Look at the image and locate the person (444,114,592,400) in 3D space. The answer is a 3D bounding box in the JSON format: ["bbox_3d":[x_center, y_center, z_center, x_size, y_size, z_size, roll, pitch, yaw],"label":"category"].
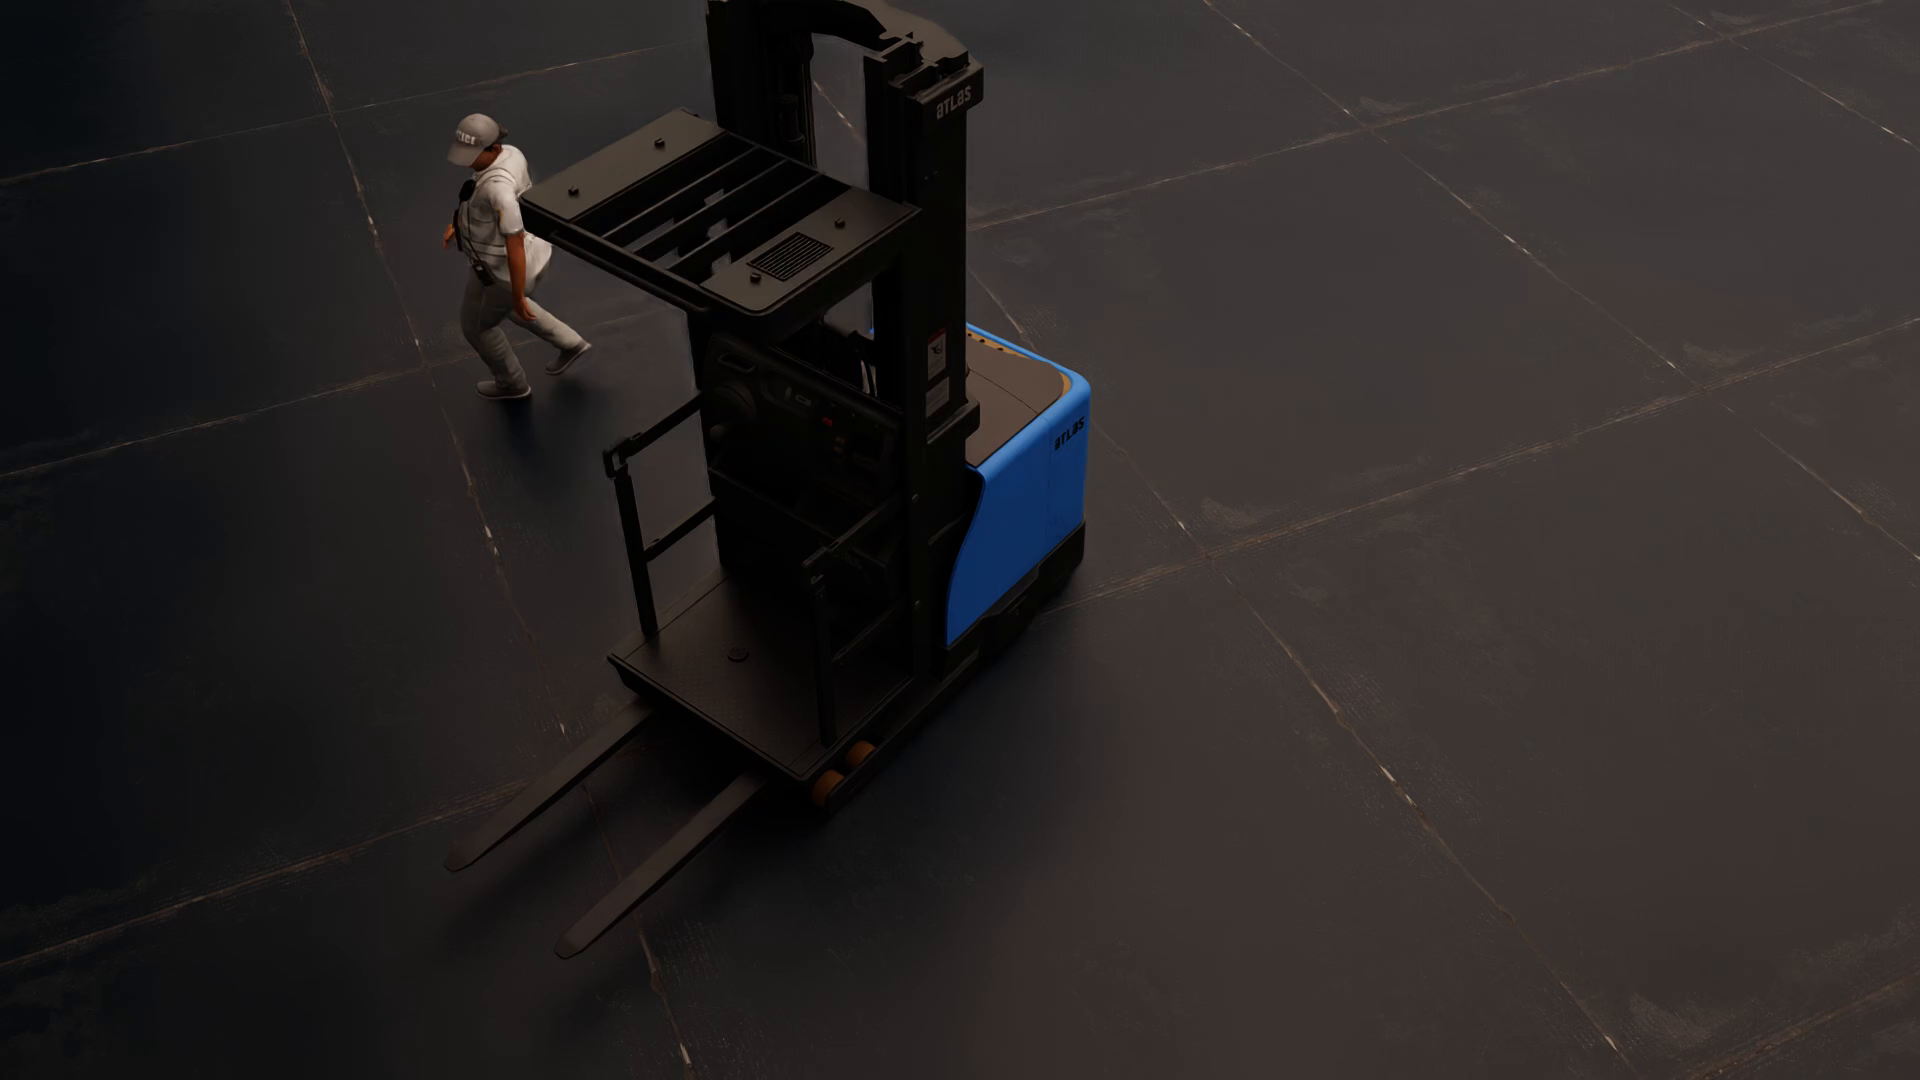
[{"bbox_3d":[-2.233,-1.343,8.101,0.595,1.610,0.630,7,44,8],"label":"person"}]

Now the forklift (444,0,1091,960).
[{"bbox_3d":[-0.735,-0.371,6.078,1.130,2.935,3.031,28,50,27],"label":"forklift"}]
